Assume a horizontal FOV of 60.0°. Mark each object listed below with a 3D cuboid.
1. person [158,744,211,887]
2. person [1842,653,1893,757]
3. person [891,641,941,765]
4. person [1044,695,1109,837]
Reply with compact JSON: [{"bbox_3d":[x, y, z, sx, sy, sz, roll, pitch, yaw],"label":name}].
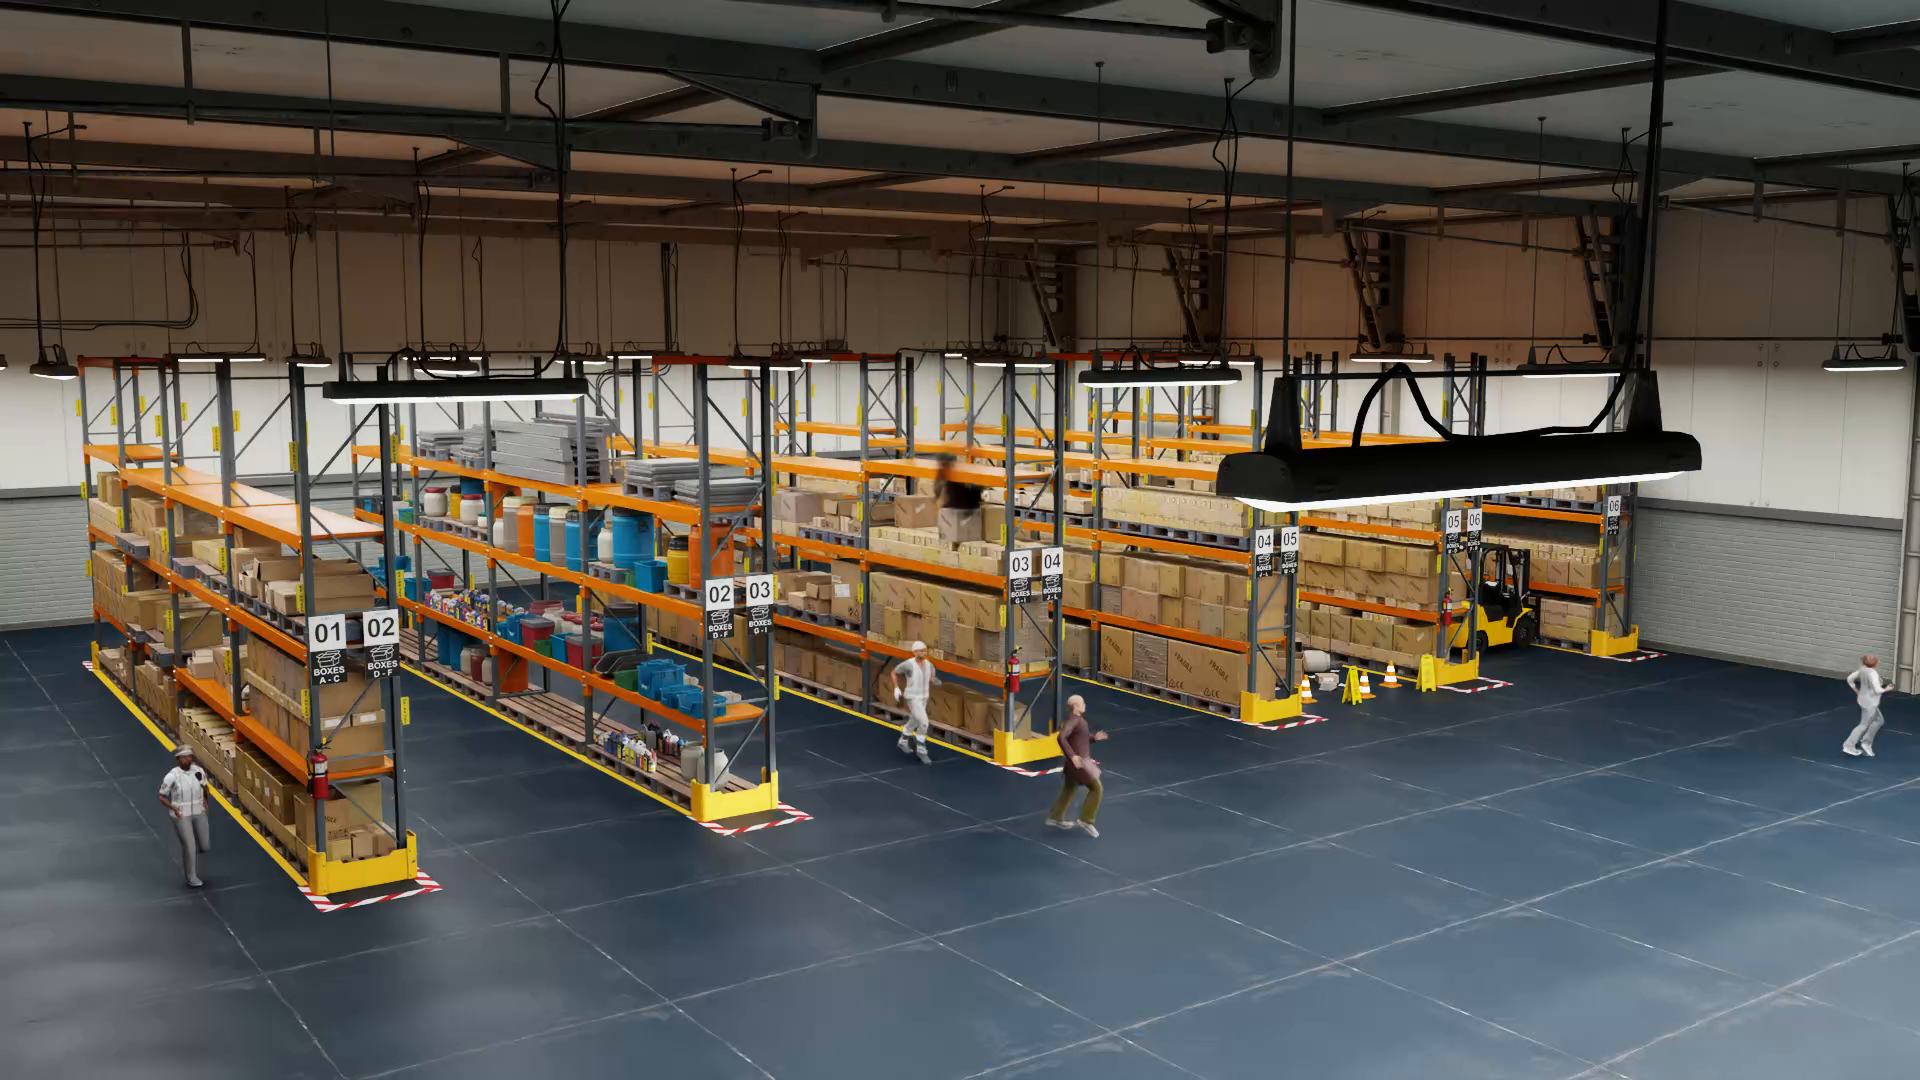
[{"bbox_3d":[-8.984,3.175,19.324,0.566,1.650,0.574,7,10,44],"label":"person"},{"bbox_3d":[13.722,2.507,25.111,0.678,1.607,0.507,1,7,9],"label":"person"},{"bbox_3d":[-0.648,2.418,24.950,0.876,1.844,0.643,6,9,40],"label":"person"},{"bbox_3d":[1.499,2.886,21.241,0.823,1.840,0.674,-1,7,-6],"label":"person"}]
